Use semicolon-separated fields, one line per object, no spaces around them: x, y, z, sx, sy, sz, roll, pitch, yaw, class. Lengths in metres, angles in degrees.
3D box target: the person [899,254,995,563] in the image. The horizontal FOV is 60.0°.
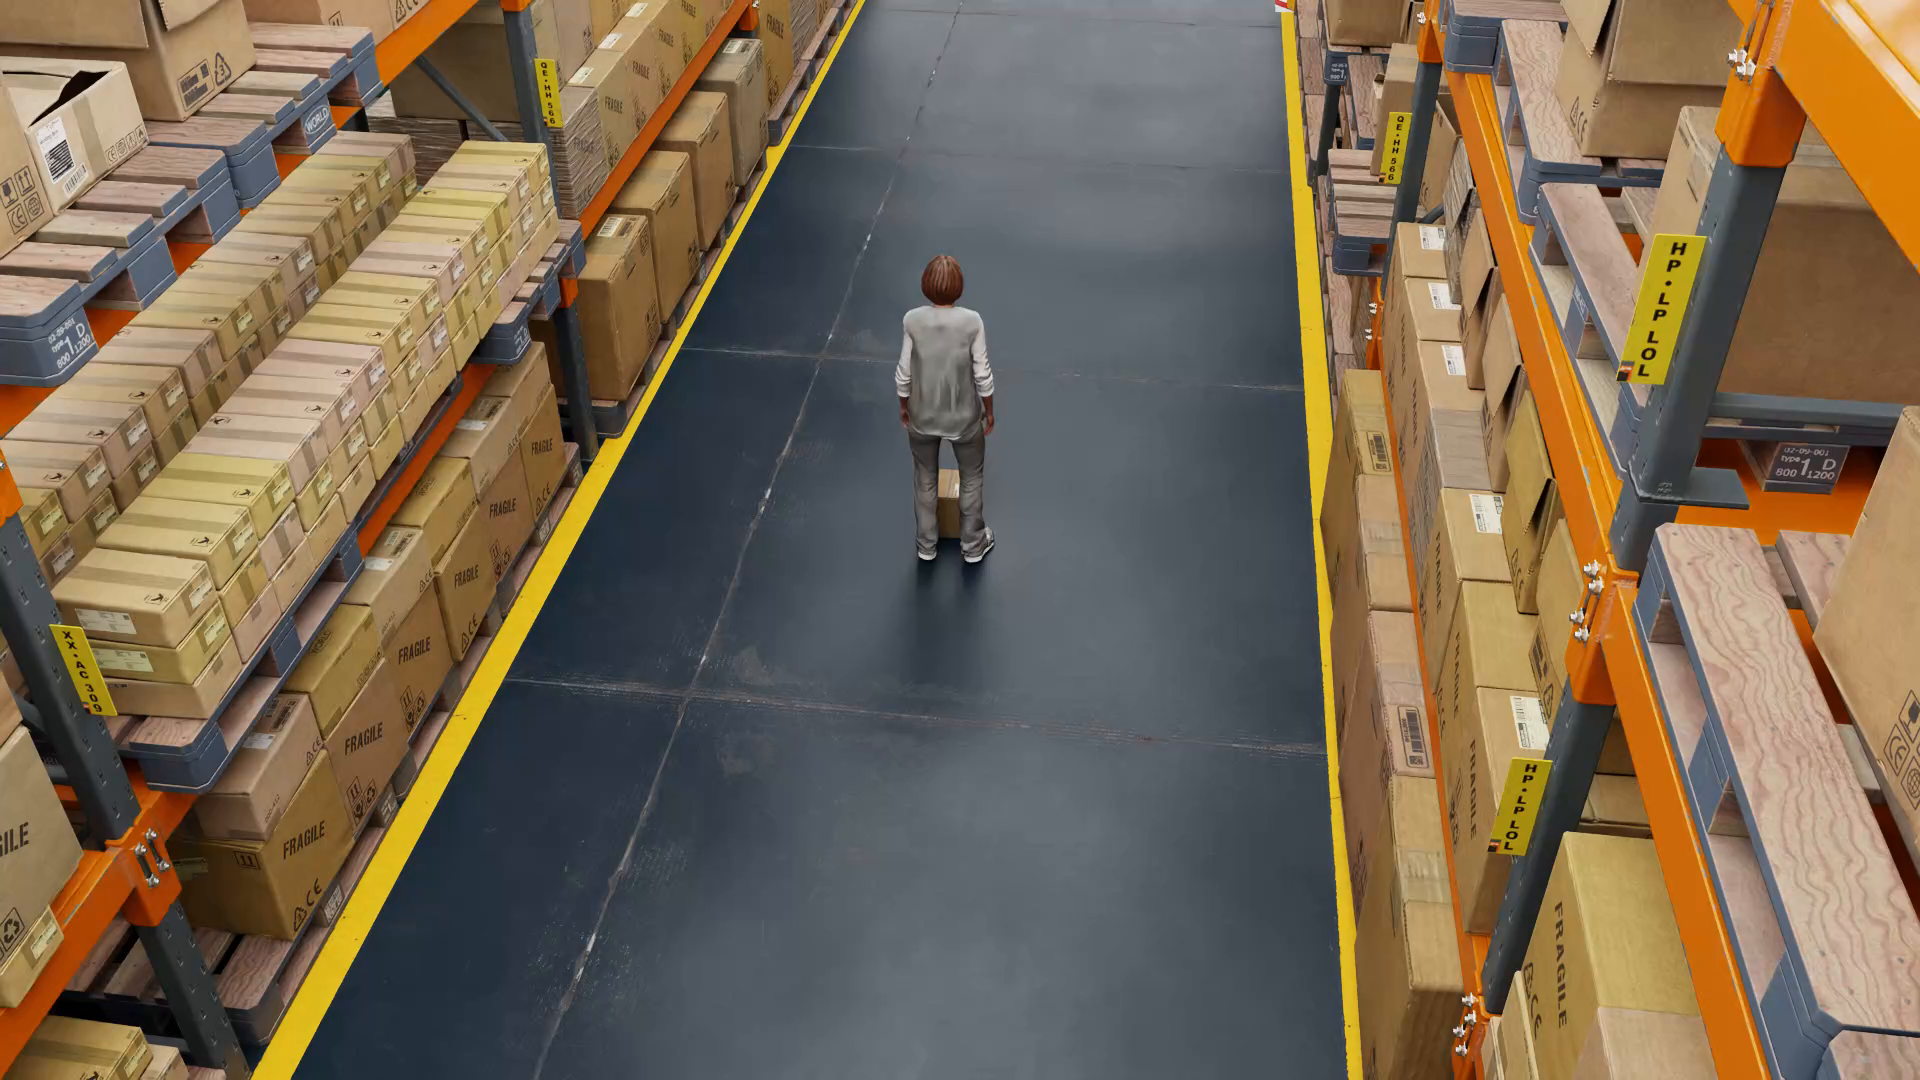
-0.064;-0.576;7.830;0.451;1.582;0.344;5;37;6;person
